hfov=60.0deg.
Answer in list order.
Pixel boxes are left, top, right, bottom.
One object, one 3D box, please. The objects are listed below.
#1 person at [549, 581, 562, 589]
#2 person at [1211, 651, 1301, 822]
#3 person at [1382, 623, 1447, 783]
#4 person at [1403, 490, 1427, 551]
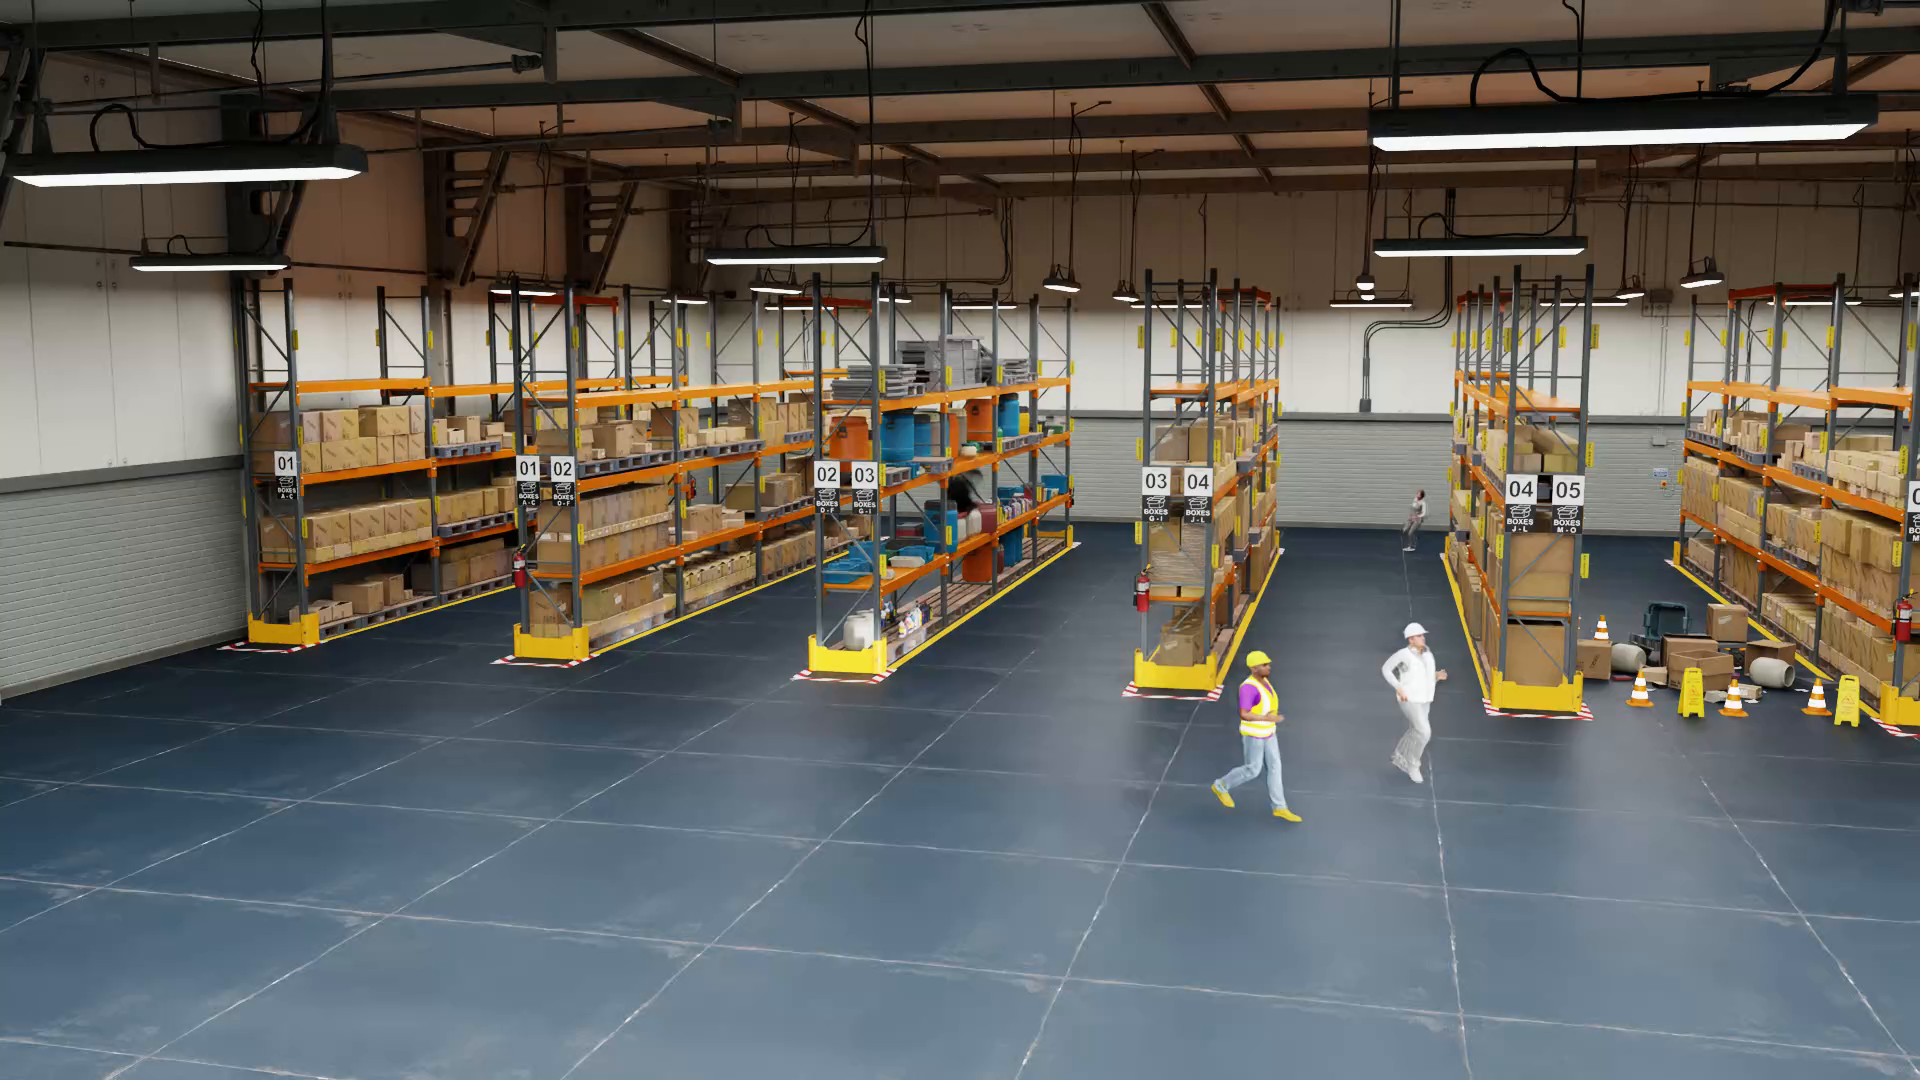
[{"bbox_3d":[-7.348,0.513,30.325,0.718,1.816,0.722,2,7,14],"label":"person"},{"bbox_3d":[3.108,2.033,17.377,0.972,1.765,0.701,5,8,34],"label":"person"},{"bbox_3d":[5.221,1.856,19.029,0.638,1.816,0.719,-5,8,-36],"label":"person"},{"bbox_3d":[10.735,-0.459,39.349,0.508,1.498,0.722,-4,8,-29],"label":"person"}]
